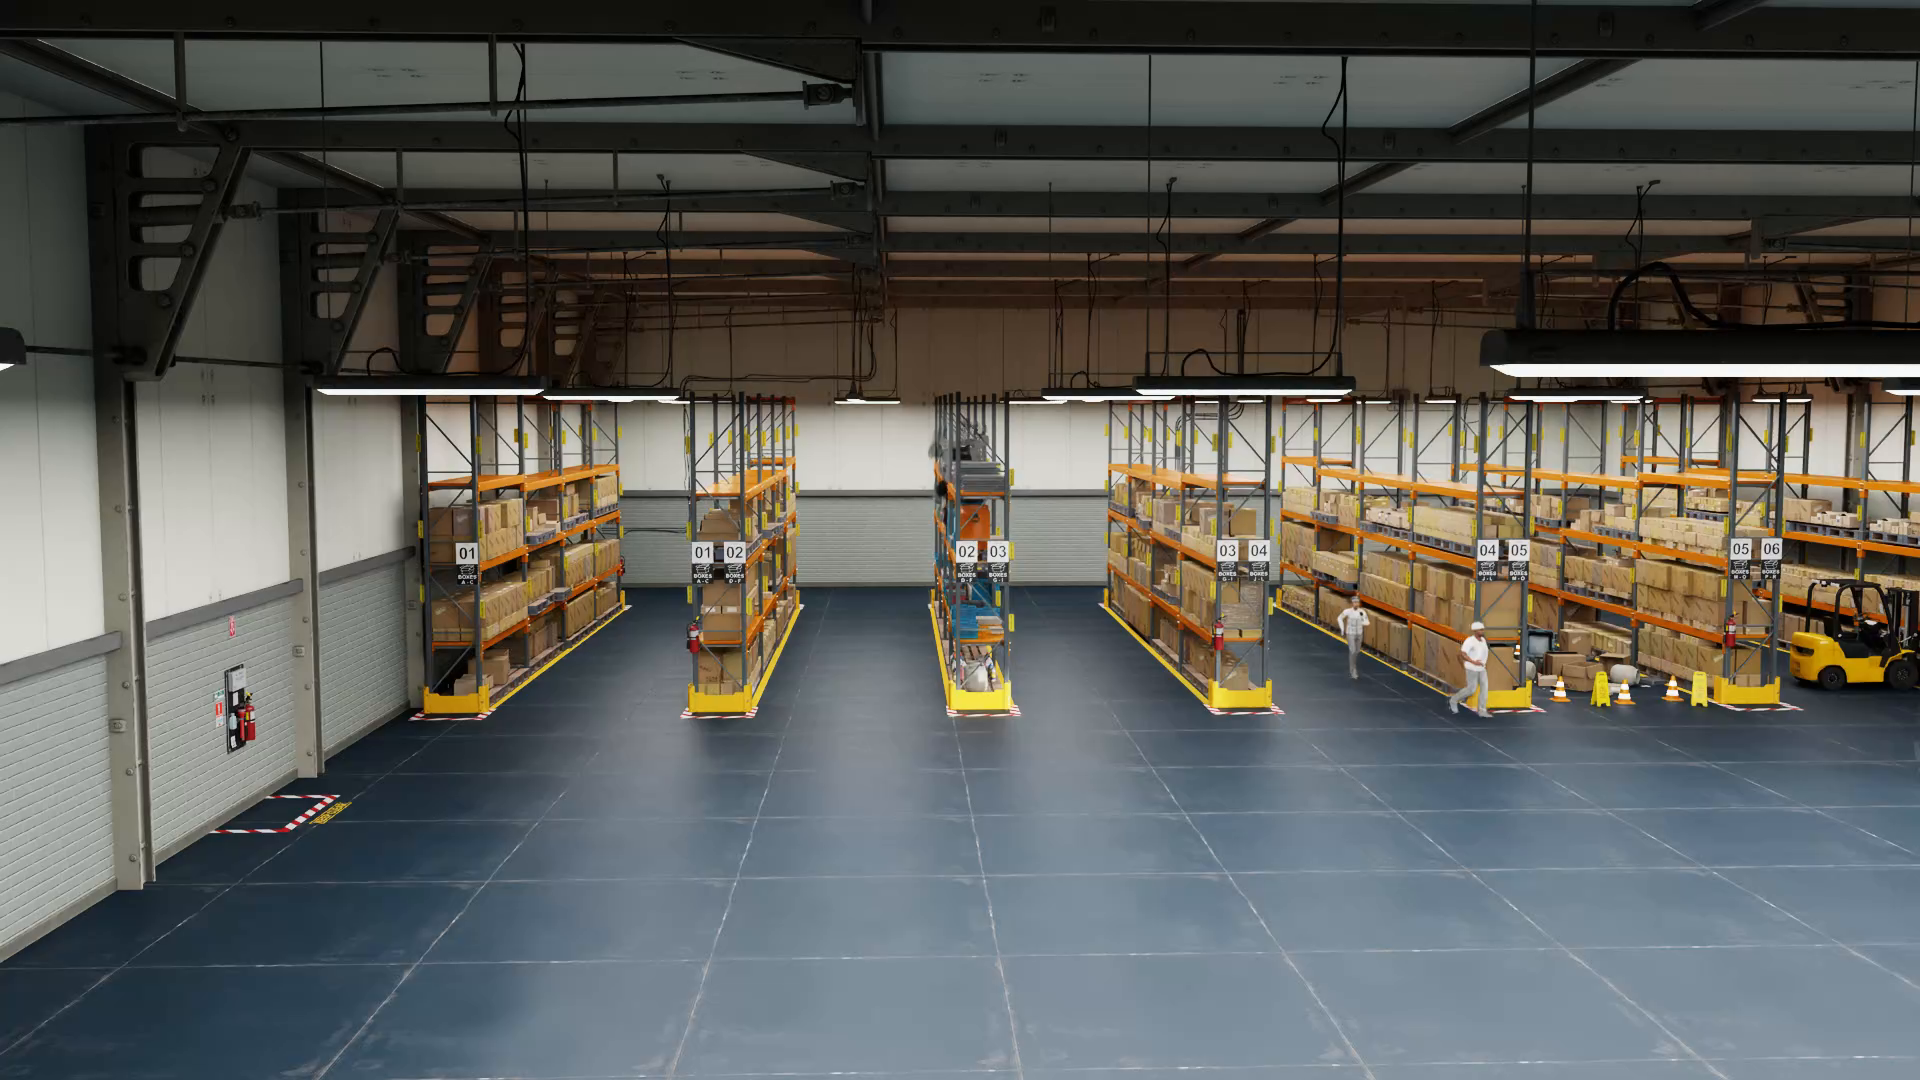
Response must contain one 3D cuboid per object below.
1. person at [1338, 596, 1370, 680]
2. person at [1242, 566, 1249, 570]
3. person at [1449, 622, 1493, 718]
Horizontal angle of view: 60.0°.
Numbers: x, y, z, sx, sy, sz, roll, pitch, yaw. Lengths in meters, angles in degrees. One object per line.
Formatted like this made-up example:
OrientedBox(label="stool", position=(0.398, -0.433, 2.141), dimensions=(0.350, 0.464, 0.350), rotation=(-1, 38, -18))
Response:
OrientedBox(label="person", position=(8.371, 2.040, 35.308), dimensions=(0.589, 1.737, 0.817), rotation=(-1, 5, -6))
OrientedBox(label="person", position=(7.923, 1.162, 47.037), dimensions=(0.628, 1.591, 0.705), rotation=(1, 5, 10))
OrientedBox(label="person", position=(9.505, 2.381, 30.743), dimensions=(0.753, 1.755, 0.891), rotation=(-4, 6, -44))
